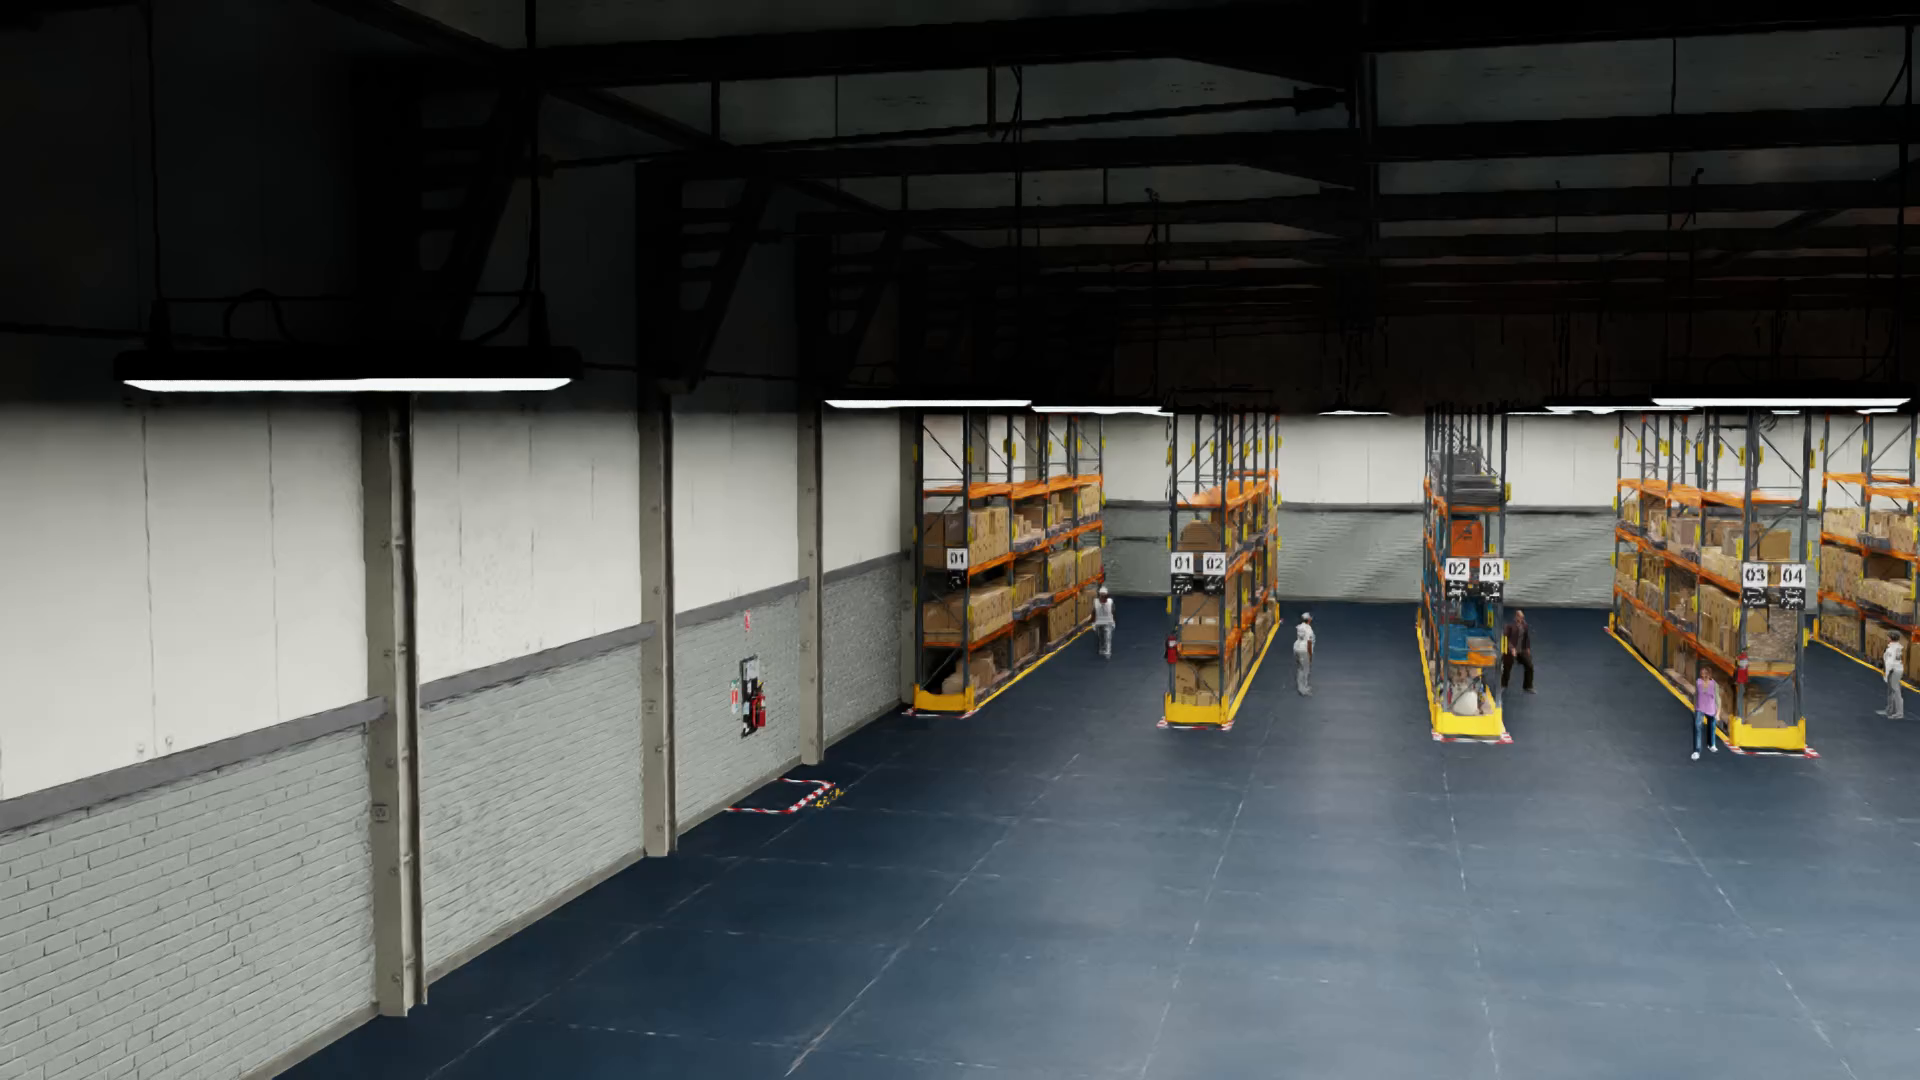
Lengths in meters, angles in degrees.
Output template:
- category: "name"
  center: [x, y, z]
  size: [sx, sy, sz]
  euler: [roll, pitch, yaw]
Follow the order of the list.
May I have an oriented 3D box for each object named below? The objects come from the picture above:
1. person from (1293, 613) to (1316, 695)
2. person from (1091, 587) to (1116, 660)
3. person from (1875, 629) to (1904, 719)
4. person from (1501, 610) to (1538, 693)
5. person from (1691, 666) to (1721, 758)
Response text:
- category: "person"
  center: [7.163, 2.337, 34.433]
  size: [0.464, 1.673, 0.579]
  euler: [-1, 4, -15]
- category: "person"
  center: [3.384, 1.950, 39.304]
  size: [0.571, 1.700, 1.114]
  euler: [1, 4, 12]
- category: "person"
  center: [17.756, 2.535, 31.694]
  size: [0.536, 1.665, 0.572]
  euler: [4, 6, 42]
- category: "person"
  center: [11.541, 2.301, 34.484]
  size: [0.706, 1.734, 0.784]
  euler: [-1, 4, -9]
- category: "person"
  center: [12.581, 2.870, 27.998]
  size: [0.440, 1.542, 0.848]
  euler: [3, 5, 31]
